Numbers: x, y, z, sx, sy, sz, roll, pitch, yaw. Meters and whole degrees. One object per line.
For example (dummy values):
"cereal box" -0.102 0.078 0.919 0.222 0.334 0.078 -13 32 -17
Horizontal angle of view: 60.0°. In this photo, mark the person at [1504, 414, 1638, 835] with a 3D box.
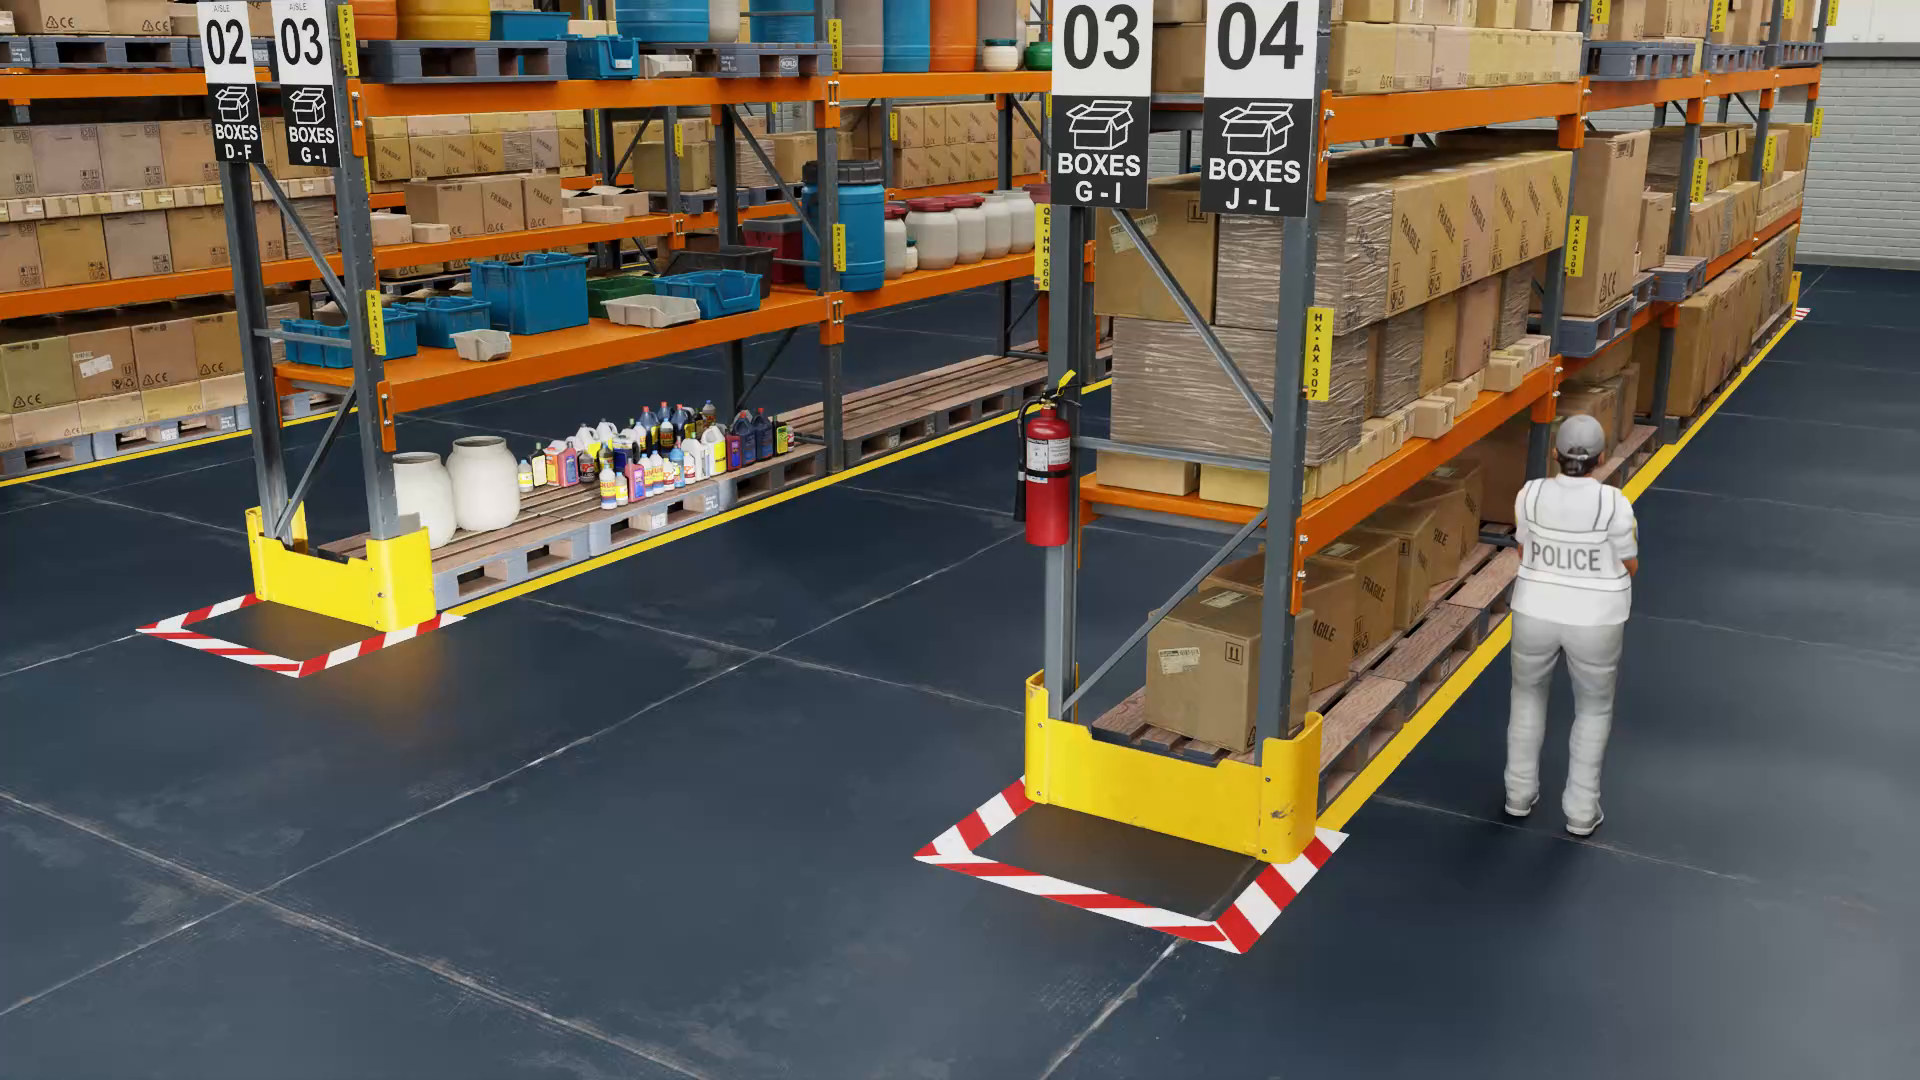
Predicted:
"person" 2.382 0.307 6.499 0.456 1.658 0.534 9 19 29
